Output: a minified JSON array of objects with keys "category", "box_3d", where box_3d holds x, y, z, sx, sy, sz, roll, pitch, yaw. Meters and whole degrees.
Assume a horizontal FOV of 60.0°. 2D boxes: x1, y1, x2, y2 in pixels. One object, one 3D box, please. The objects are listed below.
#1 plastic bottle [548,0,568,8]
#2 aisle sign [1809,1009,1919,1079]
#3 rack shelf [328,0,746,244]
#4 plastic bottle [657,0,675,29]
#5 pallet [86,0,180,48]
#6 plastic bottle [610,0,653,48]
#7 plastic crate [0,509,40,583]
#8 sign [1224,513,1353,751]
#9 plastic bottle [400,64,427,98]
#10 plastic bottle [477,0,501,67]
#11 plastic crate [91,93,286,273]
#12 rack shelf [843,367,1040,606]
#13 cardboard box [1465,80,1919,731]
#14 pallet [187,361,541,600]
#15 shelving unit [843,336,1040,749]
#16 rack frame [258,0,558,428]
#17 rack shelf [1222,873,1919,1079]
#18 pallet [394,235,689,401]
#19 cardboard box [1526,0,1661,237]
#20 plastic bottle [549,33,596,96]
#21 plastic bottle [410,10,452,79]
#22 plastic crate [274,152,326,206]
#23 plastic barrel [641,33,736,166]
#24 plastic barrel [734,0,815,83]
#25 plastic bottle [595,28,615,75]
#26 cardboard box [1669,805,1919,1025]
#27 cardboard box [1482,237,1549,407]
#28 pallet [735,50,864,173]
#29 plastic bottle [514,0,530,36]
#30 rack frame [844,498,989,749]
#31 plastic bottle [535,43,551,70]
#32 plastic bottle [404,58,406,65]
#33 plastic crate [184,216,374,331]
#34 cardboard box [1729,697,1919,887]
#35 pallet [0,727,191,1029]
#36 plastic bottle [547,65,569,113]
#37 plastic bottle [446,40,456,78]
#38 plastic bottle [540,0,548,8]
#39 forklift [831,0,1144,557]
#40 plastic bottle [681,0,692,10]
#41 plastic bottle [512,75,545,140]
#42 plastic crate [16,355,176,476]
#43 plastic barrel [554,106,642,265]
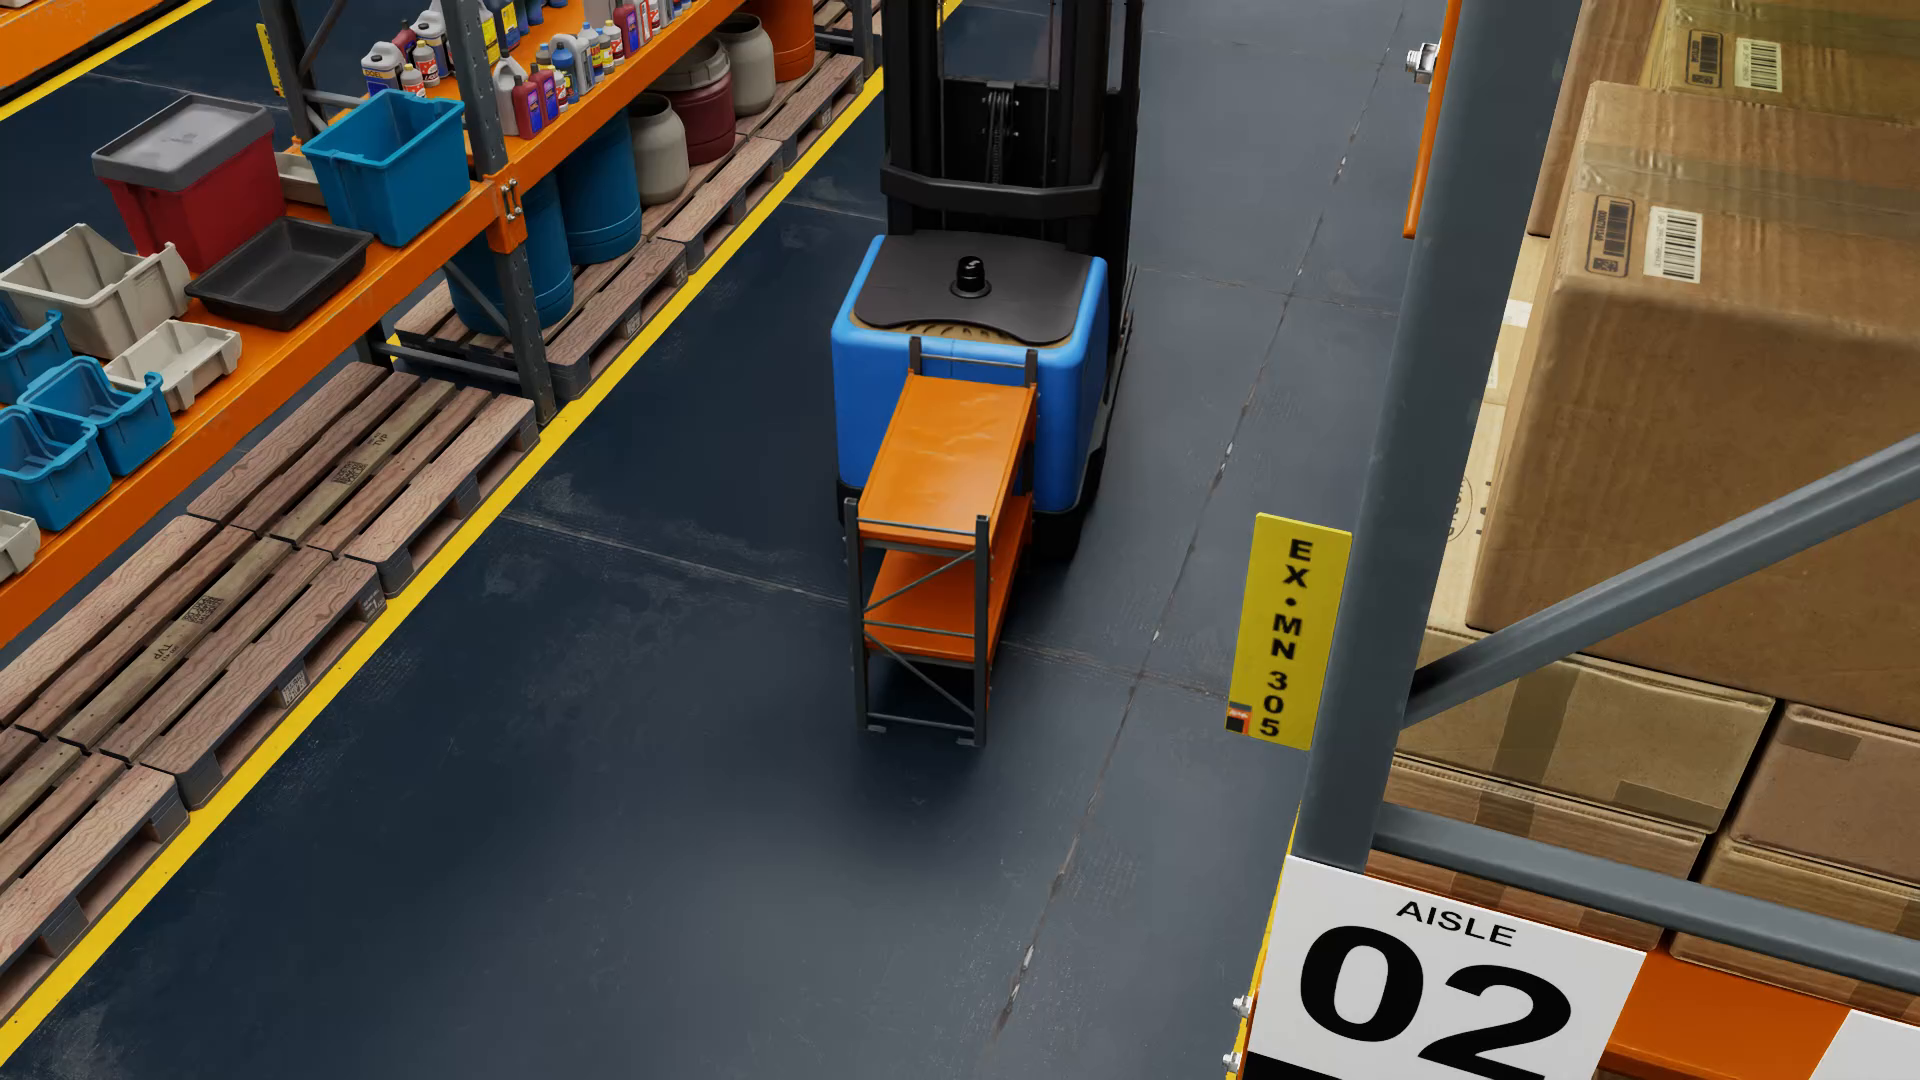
[{"category":"plastic bottle","box_3d":[-2.038,-2.822,8.345,0.097,0.271,0.097,0,40,0]},{"category":"aisle sign","box_3d":[1.123,0.838,1.954,0.394,0.787,0.004,13,42,15]},{"category":"rack shelf","box_3d":[-1.732,-2.767,8.737,1.077,0.370,4.000,13,42,15]},{"category":"plastic bottle","box_3d":[-1.503,-2.678,8.173,0.152,0.276,0.135,13,42,15]},{"category":"pallet","box_3d":[-6.042,-3.835,11.582,1.003,0.211,1.213,13,42,15]},{"category":"plastic bottle","box_3d":[-1.583,-2.536,8.007,0.152,0.276,0.135,13,42,15]},{"category":"plastic crate","box_3d":[-2.970,0.028,5.063,0.250,0.136,0.298,13,42,15]},{"category":"sign","box_3d":[0.355,0.107,1.820,0.100,0.325,0.005,13,42,15]},{"category":"plastic bottle","box_3d":[-2.461,-2.041,7.484,0.097,0.201,0.097,0,40,0]},{"category":"plastic bottle","box_3d":[-2.273,-2.403,7.794,0.144,0.351,0.185,13,42,15]},{"category":"plastic crate","box_3d":[-2.957,-1.379,6.460,0.402,0.464,0.583,13,42,15]},{"category":"rack shelf","box_3d":[-0.049,-0.222,6.193,0.538,0.278,1.000,7,41,9]},{"category":"cardboard box","box_3d":[1.030,-0.156,1.963,0.700,0.500,0.500,13,42,15]},{"category":"pallet","box_3d":[-2.630,-0.303,7.443,1.003,0.211,1.213,13,42,15]},{"category":"shelving unit","box_3d":[-0.049,0.000,6.383,0.538,1.125,1.048,7,41,9]},{"category":"rack frame","box_3d":[-2.416,-1.821,7.073,1.000,3.000,0.127,13,42,15]},{"category":"rack shelf","box_3d":[1.554,-0.367,3.612,1.077,0.370,4.000,13,42,15]},{"category":"pallet","box_3d":[-2.112,-1.221,8.519,1.003,0.211,1.213,13,42,15]},{"category":"cardboard box","box_3d":[1.351,-0.771,2.684,0.700,0.500,0.500,13,42,15]},{"category":"plastic bottle","box_3d":[-1.774,-2.195,7.607,0.152,0.276,0.135,13,42,15]},{"category":"plastic bottle","box_3d":[-2.460,-2.309,7.741,0.152,0.276,0.135,13,42,15]},{"category":"plastic crate","box_3d":[-2.709,-1.491,6.844,0.396,0.136,0.243,13,42,15]},{"category":"plastic barrel","box_3d":[-1.585,-2.512,9.418,0.600,0.588,0.708,13,42,15]},{"category":"plastic barrel","box_3d":[-1.199,-3.293,10.147,0.600,0.830,0.708,13,42,15]},{"category":"plastic bottle","box_3d":[-1.675,-2.290,7.776,0.097,0.201,0.097,0,40,0]},{"category":"cardboard box","box_3d":[1.285,0.379,2.299,0.500,0.250,0.500,13,42,15]},{"category":"cardboard box","box_3d":[0.977,-0.229,2.626,0.500,0.250,0.500,13,42,15]},{"category":"pallet","box_3d":[-1.278,-2.710,10.263,1.003,0.211,1.213,13,42,15]},{"category":"plastic bottle","box_3d":[-2.164,-2.598,8.083,0.097,0.271,0.097,0,40,0]},{"category":"rack frame","box_3d":[-0.148,0.324,6.004,0.500,1.125,0.032,7,41,9]},{"category":"plastic bottle","box_3d":[-1.898,-2.183,7.650,0.097,0.201,0.097,0,40,0]},{"category":"plastic bottle","box_3d":[-2.571,-2.134,7.594,0.097,0.201,0.097,0,40,0]},{"category":"plastic crate","box_3d":[-2.546,-0.997,6.273,0.437,0.125,0.590,13,42,15]},{"category":"cardboard box","box_3d":[1.290,0.191,2.135,0.500,0.250,0.500,13,42,15]},{"category":"pallet","box_3d":[-3.465,1.185,5.698,1.003,0.211,1.213,13,42,15]},{"category":"plastic bottle","box_3d":[-1.821,-2.030,7.471,0.097,0.201,0.097,0,40,0]},{"category":"plastic bottle","box_3d":[-2.336,-2.264,7.746,0.097,0.201,0.097,0,40,0]},{"category":"plastic bottle","box_3d":[-2.162,-2.840,8.363,0.152,0.276,0.135,13,42,15]},{"category":"forklift","box_3d":[0.261,-2.006,7.343,1.130,2.935,3.031,7,41,9]},{"category":"plastic bottle","box_3d":[-1.405,-2.800,8.320,0.097,0.271,0.097,0,40,0]},{"category":"plastic bottle","box_3d":[-1.889,-1.906,7.262,0.061,0.283,0.133,13,42,15]},{"category":"plastic crate","box_3d":[-2.837,-0.404,5.495,0.416,0.233,0.300,13,42,15]},{"category":"plastic barrel","box_3d":[-1.971,-1.942,8.509,0.600,0.901,0.708,13,42,15]}]
